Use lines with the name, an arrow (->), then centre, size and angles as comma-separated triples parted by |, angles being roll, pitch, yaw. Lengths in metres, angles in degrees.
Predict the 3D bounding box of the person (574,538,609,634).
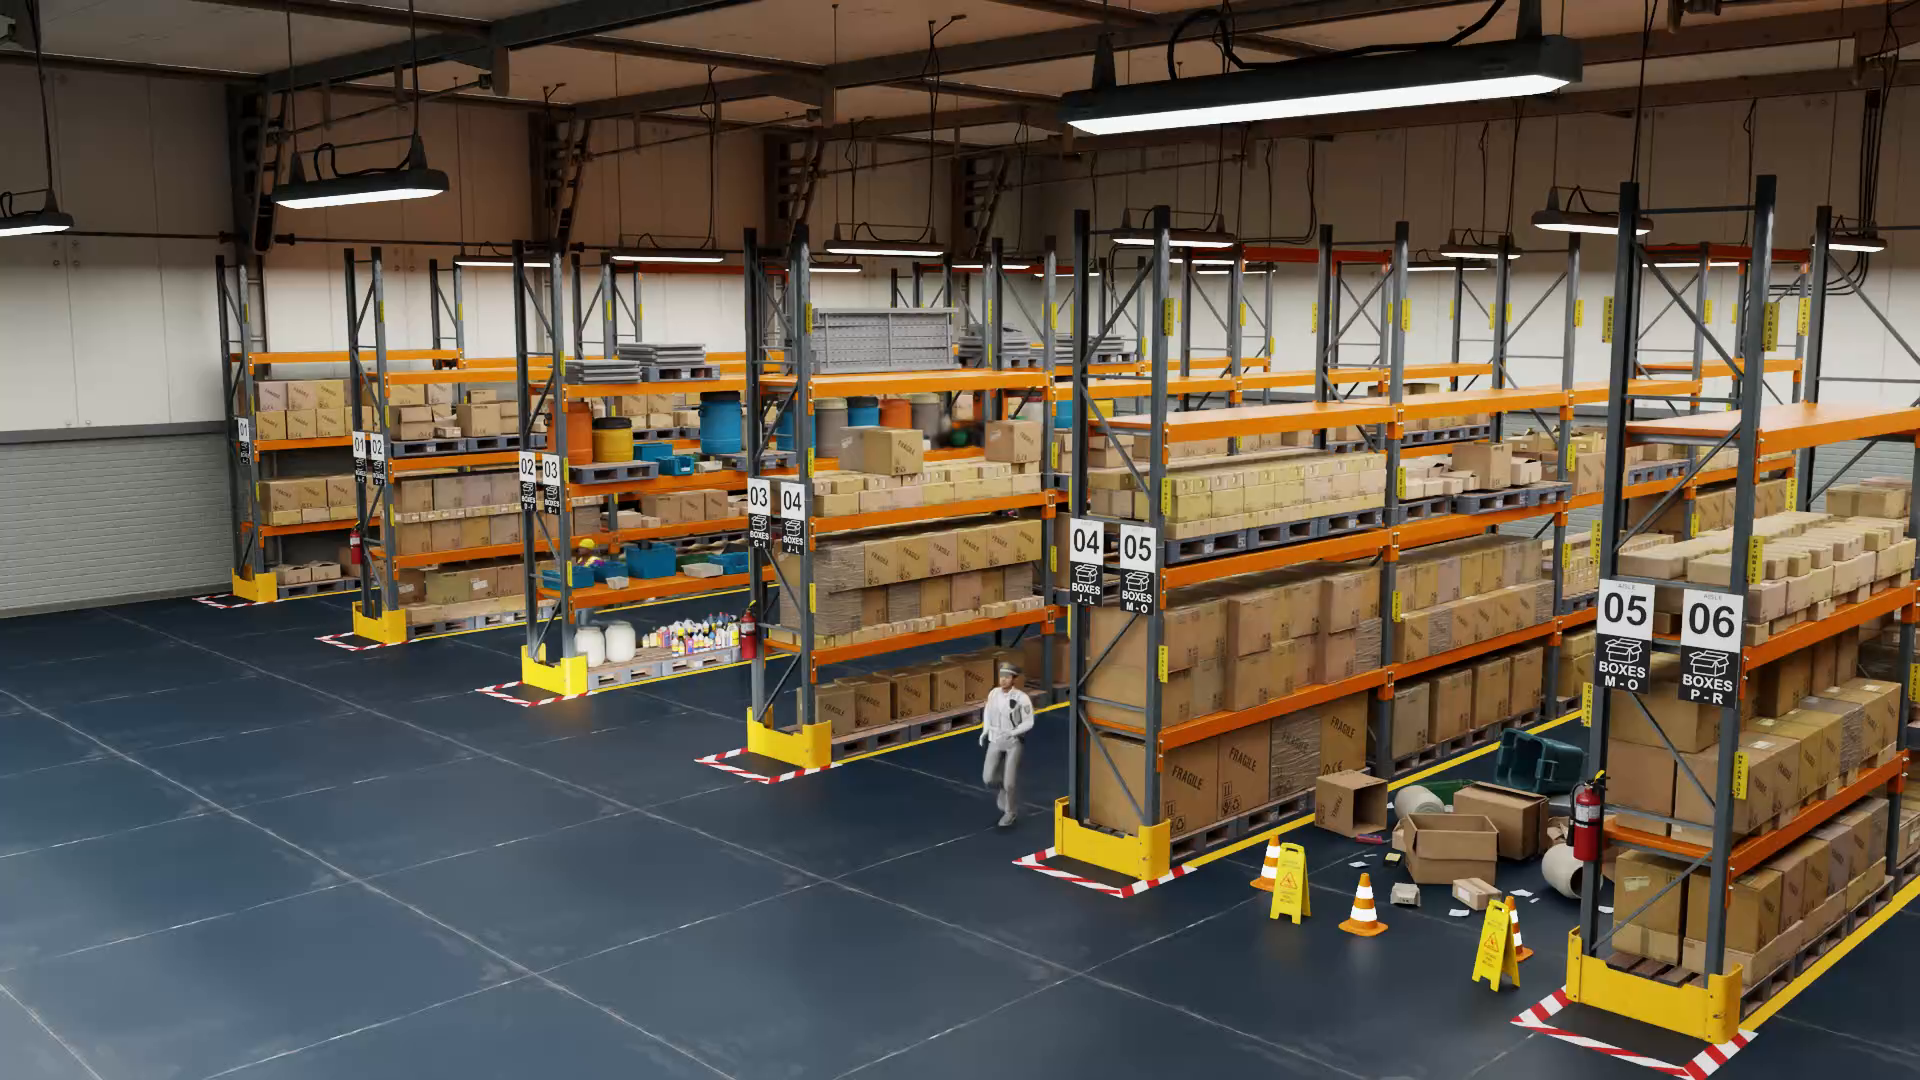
person -> -5.462, 0.824, 24.683 | 0.616, 1.722, 0.747 | -8, 11, -44

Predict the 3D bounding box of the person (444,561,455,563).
person -> -8.711, 0.365, 28.111 | 0.542, 1.685, 0.671 | 7, 11, 41

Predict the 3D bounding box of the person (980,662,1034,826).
person -> 0.434, 2.026, 16.513 | 0.614, 1.661, 0.537 | 4, 9, 25
